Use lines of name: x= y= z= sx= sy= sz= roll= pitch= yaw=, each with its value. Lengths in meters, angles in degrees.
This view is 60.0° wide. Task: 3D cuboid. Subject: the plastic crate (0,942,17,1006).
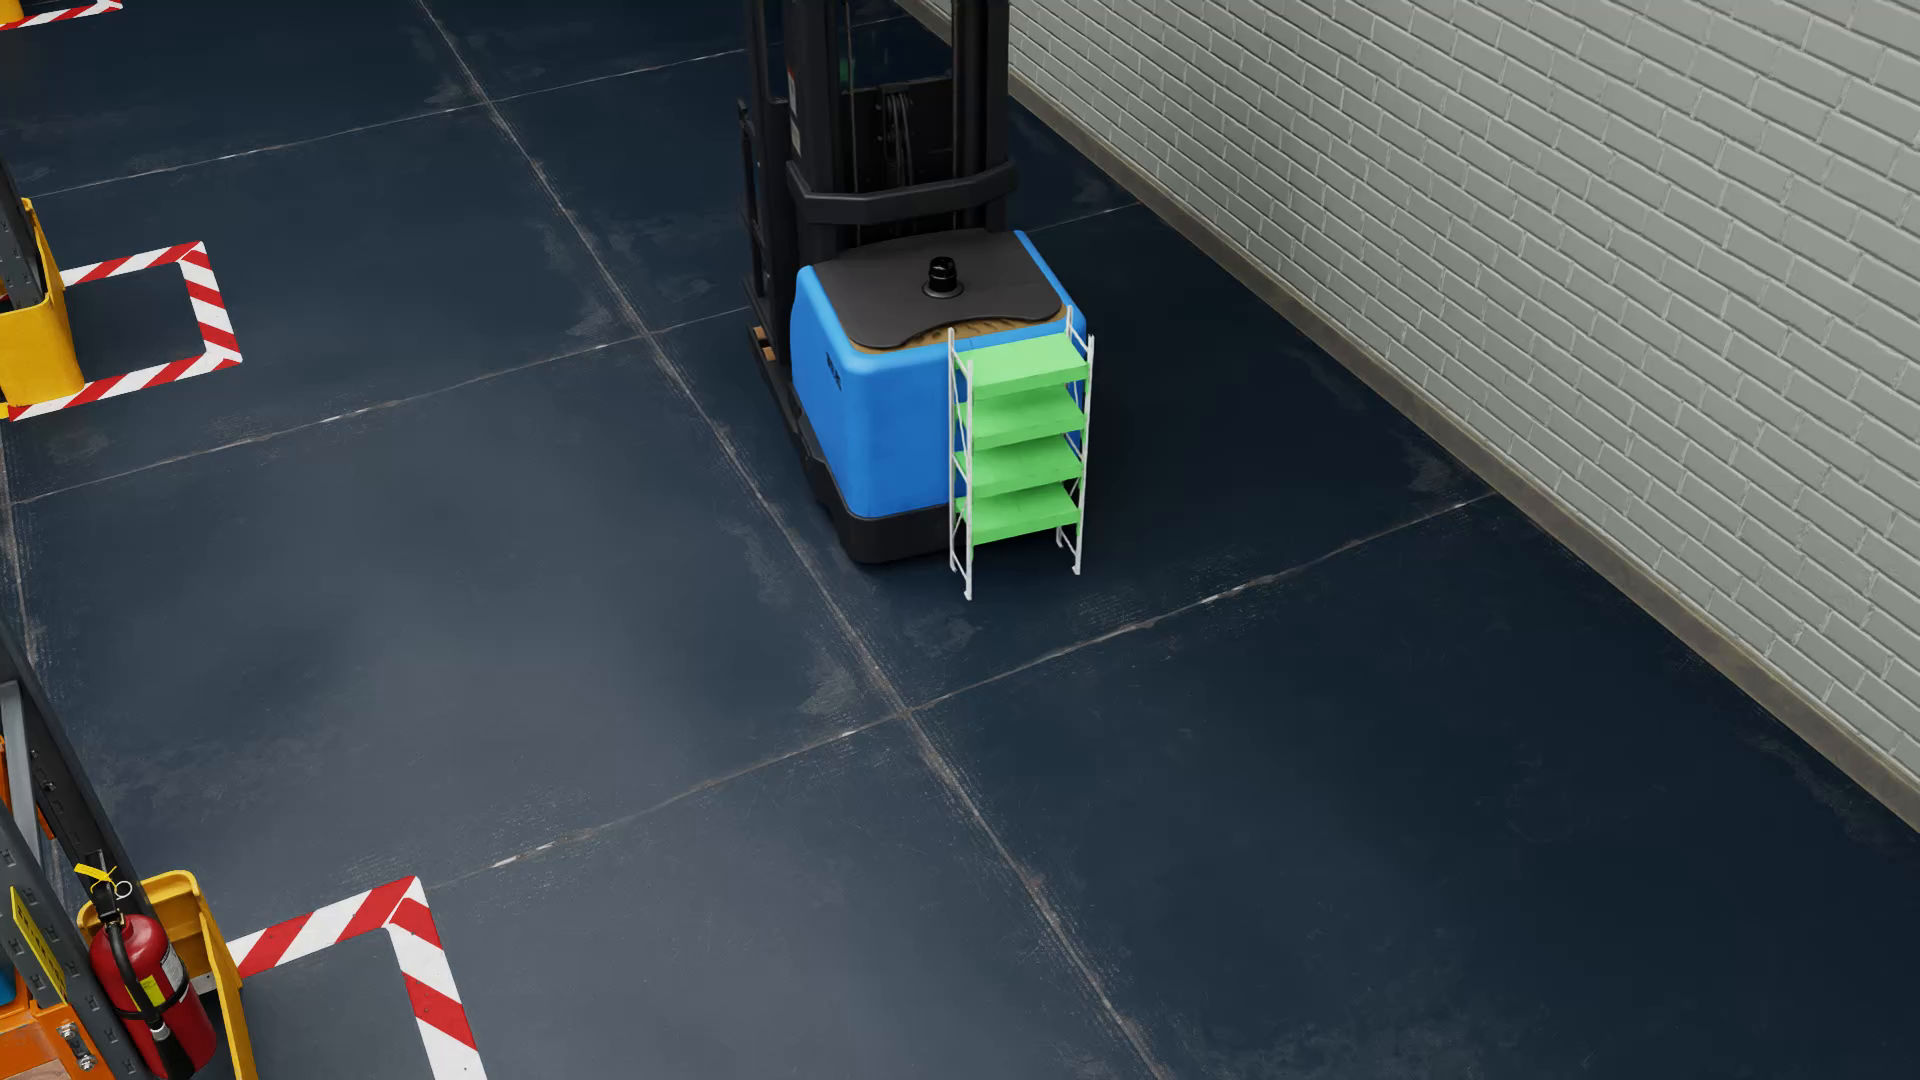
plastic crate: x=-2.540 y=0.834 z=3.869 sx=0.499 sy=0.435 sz=0.616 roll=-19 pitch=44 yaw=-21

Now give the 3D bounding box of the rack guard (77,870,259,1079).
rack guard: x=-2.314 y=1.603 z=4.969 sx=0.348 sy=0.500 sz=1.175 roll=-19 pitch=44 yaw=-21

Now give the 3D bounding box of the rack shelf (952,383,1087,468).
rack shelf: x=0.233 y=-0.464 z=6.597 sx=0.480 sy=0.148 sz=0.258 roll=-13 pitch=42 yaw=-14

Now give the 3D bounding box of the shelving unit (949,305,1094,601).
shelving unit: x=0.233 y=-0.330 z=6.711 sx=0.503 sy=1.200 sz=0.258 roll=-13 pitch=42 yaw=-14

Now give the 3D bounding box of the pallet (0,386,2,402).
pallet: x=-5.388 y=-0.850 z=8.091 sx=1.213 sy=0.211 sz=1.003 roll=-19 pitch=44 yaw=-21

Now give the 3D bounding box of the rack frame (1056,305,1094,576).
rack frame: x=0.463 y=-0.381 z=6.771 sx=0.015 sy=1.200 sz=0.240 roll=-13 pitch=42 yaw=-14

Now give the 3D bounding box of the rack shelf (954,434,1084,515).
rack shelf: x=0.233 y=-0.281 z=6.752 sx=0.480 sy=0.148 sz=0.258 roll=-13 pitch=42 yaw=-14

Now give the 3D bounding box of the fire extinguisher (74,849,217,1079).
fire extinguisher: x=-1.986 y=1.051 z=4.035 sx=0.183 sy=0.674 sz=0.296 roll=-19 pitch=44 yaw=-21

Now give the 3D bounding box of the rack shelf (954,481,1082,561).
rack shelf: x=0.233 y=-0.098 z=6.907 sx=0.480 sy=0.148 sz=0.258 roll=-13 pitch=42 yaw=-14

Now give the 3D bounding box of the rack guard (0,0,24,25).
rack guard: x=-6.885 y=-4.066 z=11.667 sx=0.348 sy=0.500 sz=1.175 roll=-19 pitch=44 yaw=-21

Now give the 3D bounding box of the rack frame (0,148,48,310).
rack frame: x=-4.614 y=-2.176 z=7.499 sx=0.127 sy=3.000 sz=1.000 roll=-19 pitch=44 yaw=-21

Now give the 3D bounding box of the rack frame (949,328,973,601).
rack frame: x=0.002 y=-0.279 z=6.650 sx=0.015 sy=1.200 sz=0.240 roll=-13 pitch=42 yaw=-14

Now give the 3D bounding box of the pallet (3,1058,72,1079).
pallet: x=-3.079 y=1.952 z=4.781 sx=1.213 sy=0.211 sz=1.003 roll=-19 pitch=44 yaw=-21

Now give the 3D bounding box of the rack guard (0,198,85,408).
rack guard: x=-4.682 y=-1.199 z=8.279 sx=0.348 sy=0.500 sz=1.175 roll=-19 pitch=44 yaw=-21

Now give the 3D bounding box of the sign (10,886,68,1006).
sign: x=-2.061 y=0.912 z=3.725 sx=0.005 sy=0.325 sz=0.100 roll=-19 pitch=44 yaw=-21

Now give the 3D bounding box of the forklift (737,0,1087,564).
forklift: x=-0.423 y=-1.979 z=7.320 sx=1.130 sy=2.935 sz=3.031 roll=-12 pitch=42 yaw=-14

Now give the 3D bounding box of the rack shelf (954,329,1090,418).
rack shelf: x=0.233 y=-0.647 z=6.442 sx=0.480 sy=0.148 sz=0.258 roll=-13 pitch=42 yaw=-14

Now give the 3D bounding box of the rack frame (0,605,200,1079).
rack frame: x=-2.330 y=0.664 z=4.144 sx=0.127 sy=3.000 sz=1.000 roll=-19 pitch=44 yaw=-21

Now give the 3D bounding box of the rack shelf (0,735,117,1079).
rack shelf: x=-4.103 y=1.535 z=3.671 sx=4.000 sy=0.370 sz=1.077 roll=-19 pitch=44 yaw=-21
